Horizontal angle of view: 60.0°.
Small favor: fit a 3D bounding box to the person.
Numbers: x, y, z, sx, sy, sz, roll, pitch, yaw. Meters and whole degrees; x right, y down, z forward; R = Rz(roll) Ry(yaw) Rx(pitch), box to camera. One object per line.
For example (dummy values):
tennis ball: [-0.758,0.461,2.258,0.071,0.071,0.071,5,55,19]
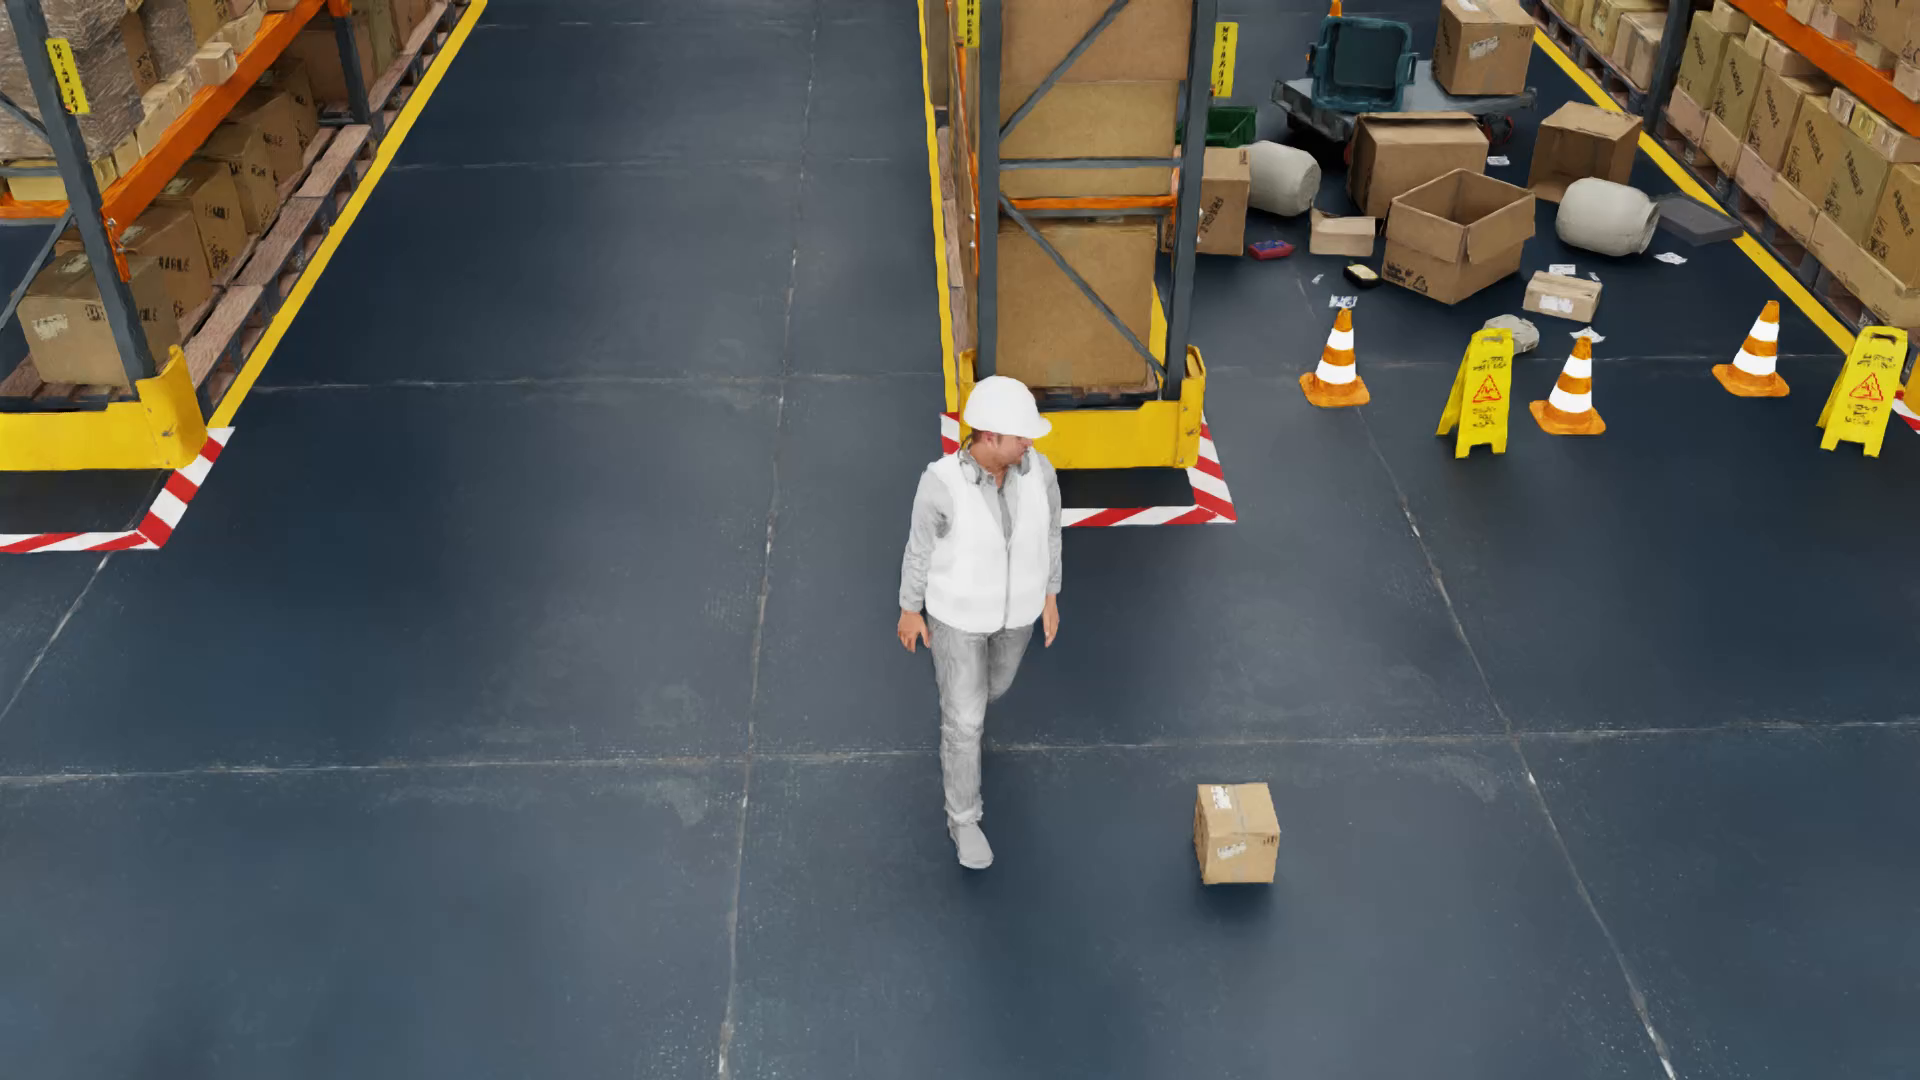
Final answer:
person: [0.094,0.228,5.807,0.589,1.741,0.891,-14,37,-19]
